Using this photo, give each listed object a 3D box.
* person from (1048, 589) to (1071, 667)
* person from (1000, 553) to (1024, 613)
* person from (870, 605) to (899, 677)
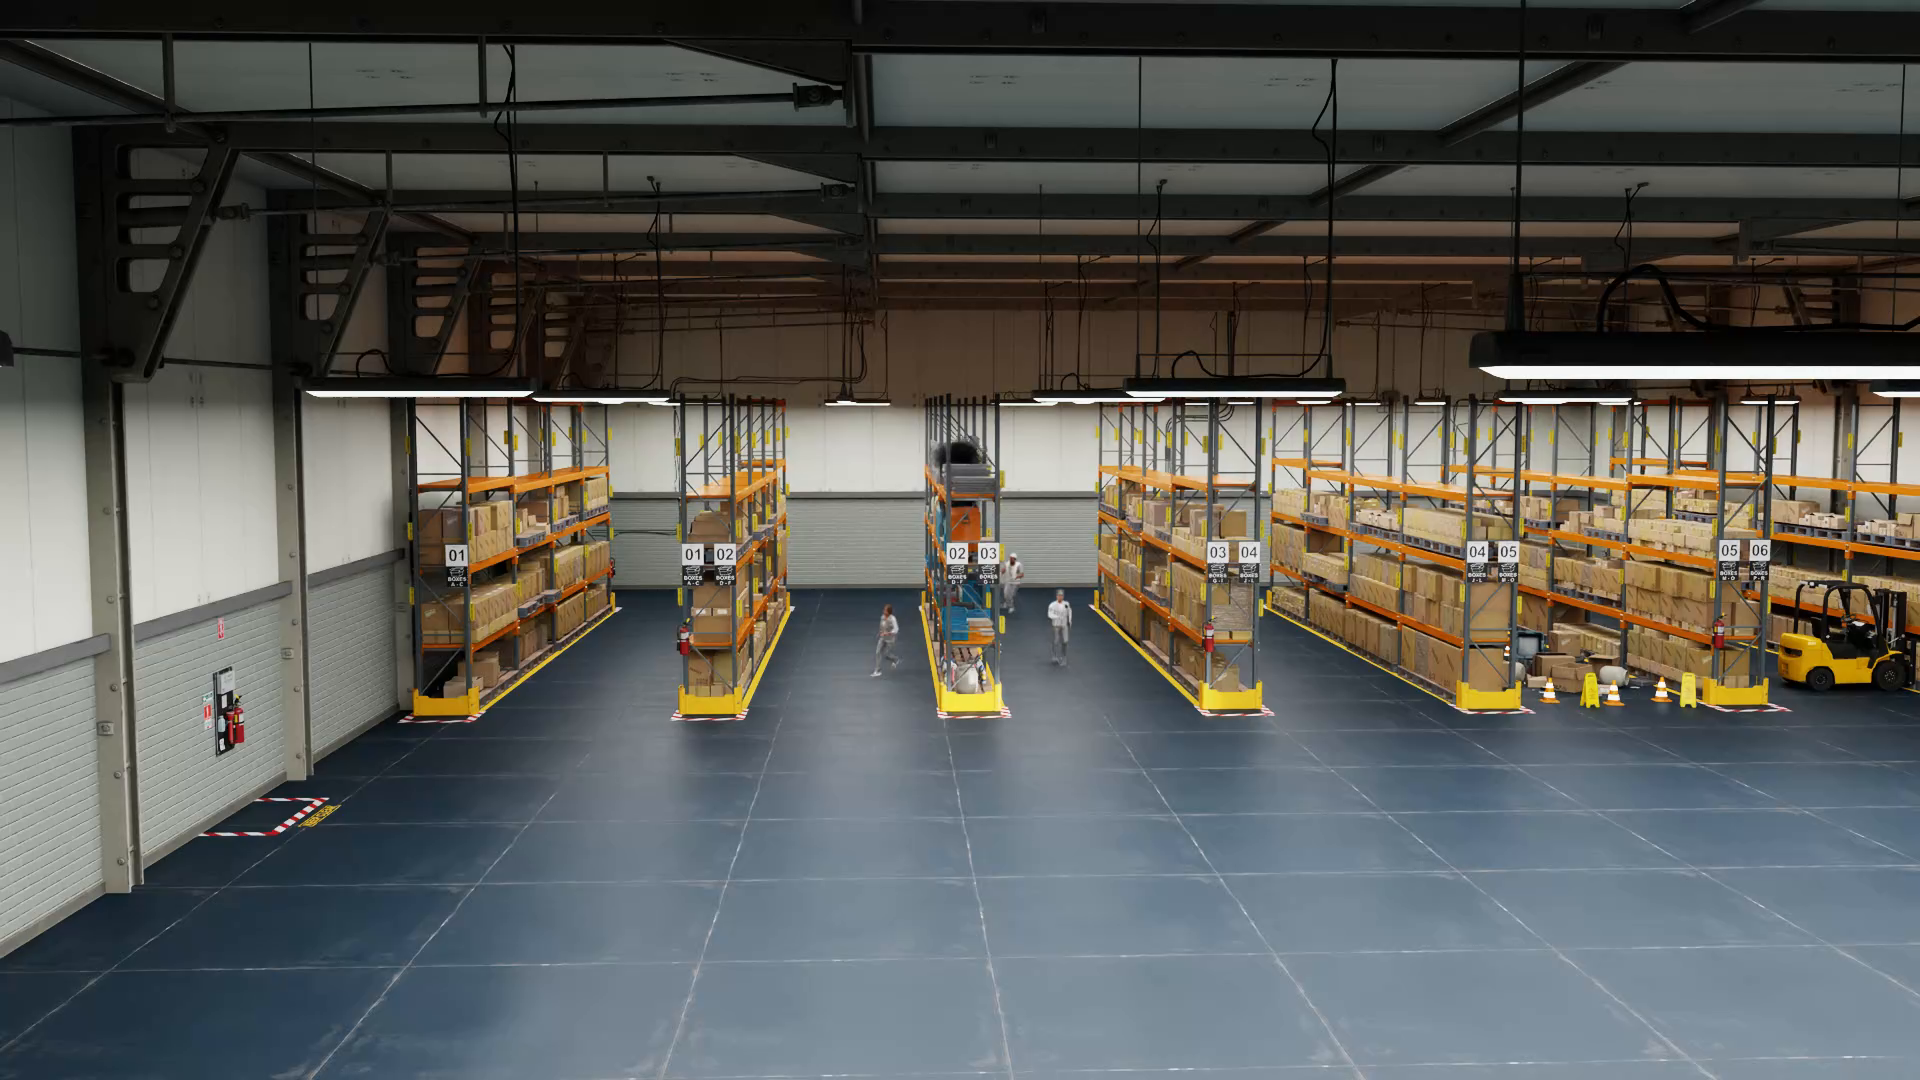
[{"bbox_3d":[2.233,1.957,37.081,0.584,1.734,0.811,-1,5,-7],"label":"person"},{"bbox_3d":[1.438,1.206,46.764,0.815,1.712,0.626,2,5,19],"label":"person"},{"bbox_3d":[-1.514,2.148,35.629,0.595,1.547,0.822,3,6,37],"label":"person"}]
